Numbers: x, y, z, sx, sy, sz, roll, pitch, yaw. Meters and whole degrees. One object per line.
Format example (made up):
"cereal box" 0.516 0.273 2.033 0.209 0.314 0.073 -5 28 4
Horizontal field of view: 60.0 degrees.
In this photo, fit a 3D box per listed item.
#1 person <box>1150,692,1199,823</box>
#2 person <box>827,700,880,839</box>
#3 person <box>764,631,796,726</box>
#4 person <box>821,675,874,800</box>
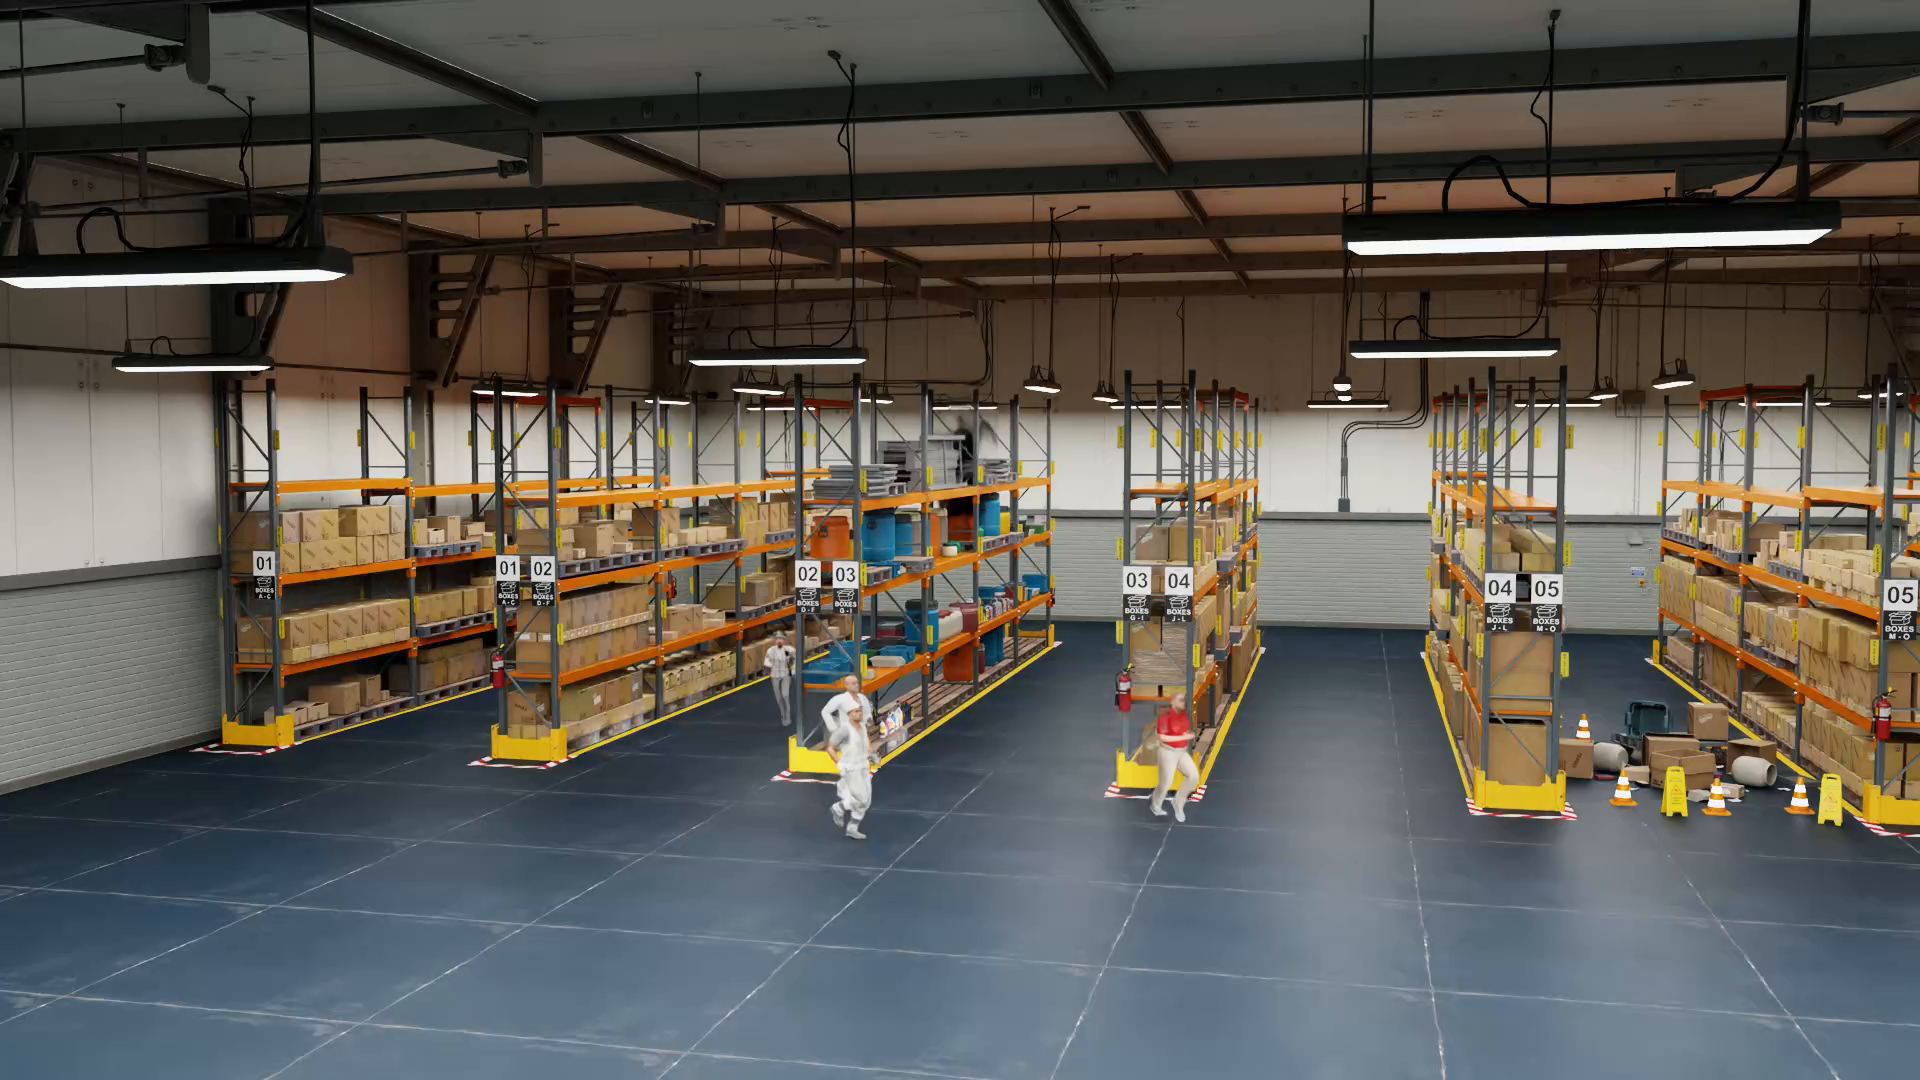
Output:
"person" 2.812 2.841 21.806 0.693 1.727 0.833 -3 4 -40
"person" -1.323 2.883 20.897 0.597 1.740 0.657 2 4 36
"person" -3.129 2.413 29.137 0.601 1.674 0.700 0 3 6
"person" -1.458 2.746 22.854 0.731 1.763 0.680 3 5 42
